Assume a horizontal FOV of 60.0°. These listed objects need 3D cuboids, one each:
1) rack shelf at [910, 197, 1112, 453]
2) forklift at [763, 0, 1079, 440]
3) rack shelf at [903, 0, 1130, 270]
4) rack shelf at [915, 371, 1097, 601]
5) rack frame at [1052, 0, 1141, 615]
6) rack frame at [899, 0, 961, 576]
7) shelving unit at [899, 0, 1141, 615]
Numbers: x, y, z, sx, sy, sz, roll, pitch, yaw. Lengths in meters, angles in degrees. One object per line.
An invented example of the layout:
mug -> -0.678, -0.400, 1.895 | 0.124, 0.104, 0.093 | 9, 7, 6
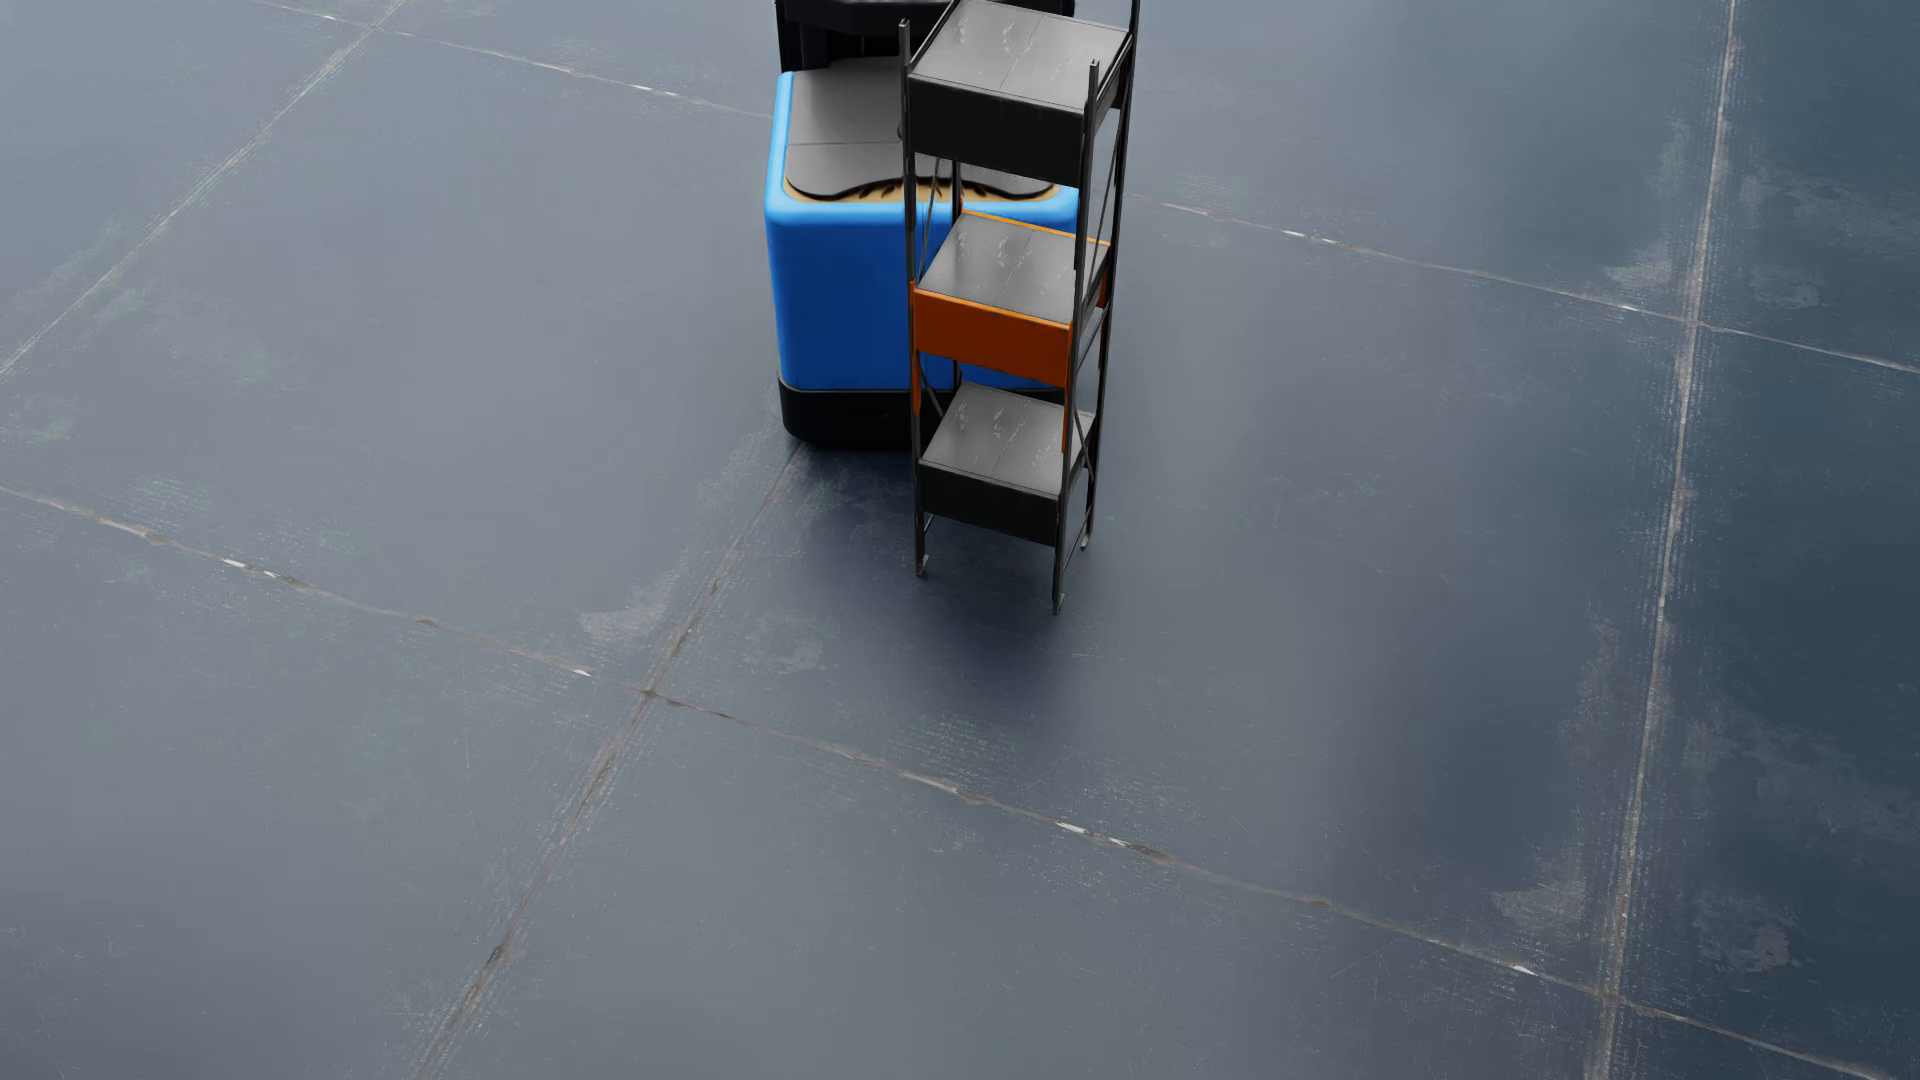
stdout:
rack shelf -> 0.155, -0.635, 4.929 | 0.480, 0.518, 0.431 | 16, 51, 13
forklift -> -0.129, -2.416, 5.905 | 1.130, 2.935, 3.031 | 0, 49, 0
rack shelf -> 0.155, -1.094, 4.400 | 0.480, 0.518, 0.431 | 16, 51, 13
rack shelf -> 0.155, -0.177, 5.458 | 0.480, 0.518, 0.431 | 16, 51, 13
rack frame -> 0.384, -0.580, 4.864 | 0.015, 2.100, 0.400 | 16, 51, 13
rack frame -> -0.074, -0.708, 4.974 | 0.015, 2.100, 0.400 | 16, 51, 13
shelving unit -> 0.155, -0.644, 4.919 | 0.503, 2.100, 0.431 | 16, 51, 13
